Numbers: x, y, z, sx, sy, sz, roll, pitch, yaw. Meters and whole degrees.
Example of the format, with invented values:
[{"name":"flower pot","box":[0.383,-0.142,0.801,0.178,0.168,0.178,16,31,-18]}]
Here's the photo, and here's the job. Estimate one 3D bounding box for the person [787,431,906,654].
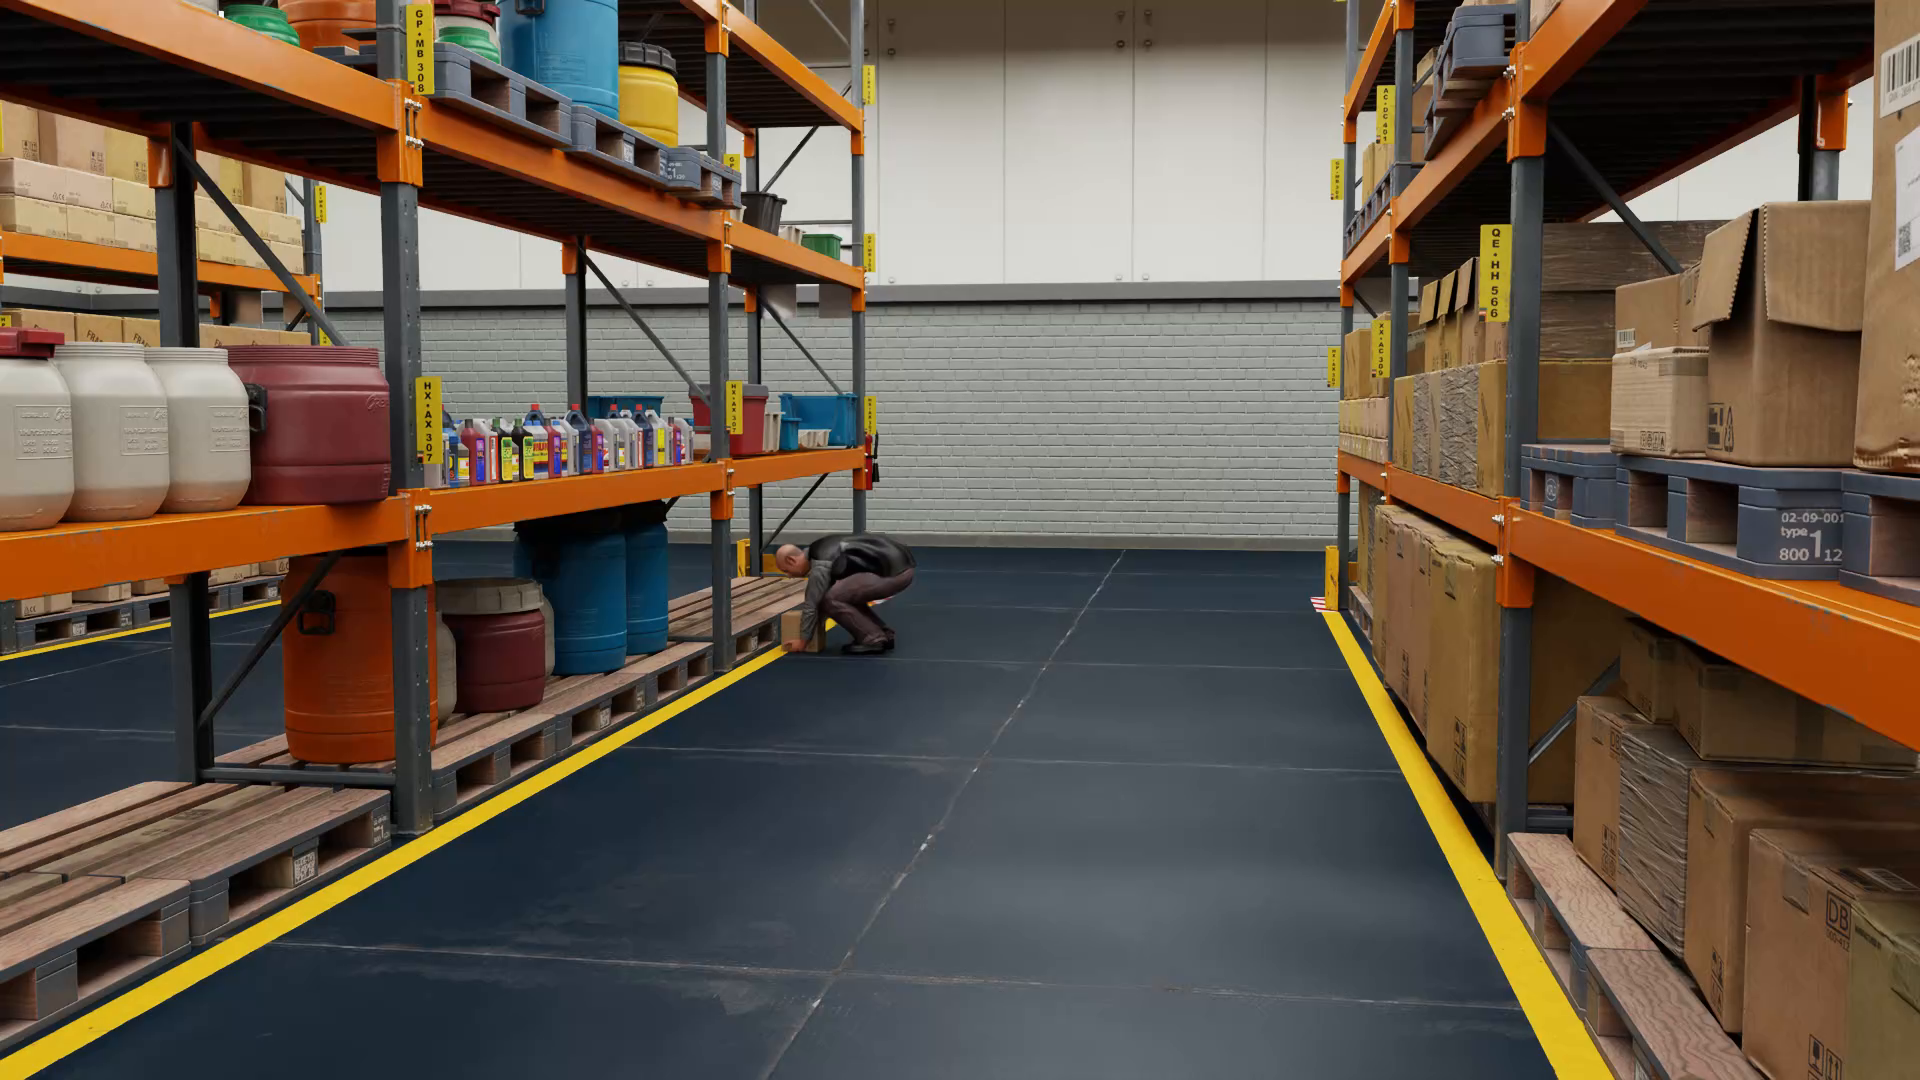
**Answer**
[{"name":"person","box":[-0.770,0.013,11.215,0.799,1.482,0.466,1,4,7]}]
